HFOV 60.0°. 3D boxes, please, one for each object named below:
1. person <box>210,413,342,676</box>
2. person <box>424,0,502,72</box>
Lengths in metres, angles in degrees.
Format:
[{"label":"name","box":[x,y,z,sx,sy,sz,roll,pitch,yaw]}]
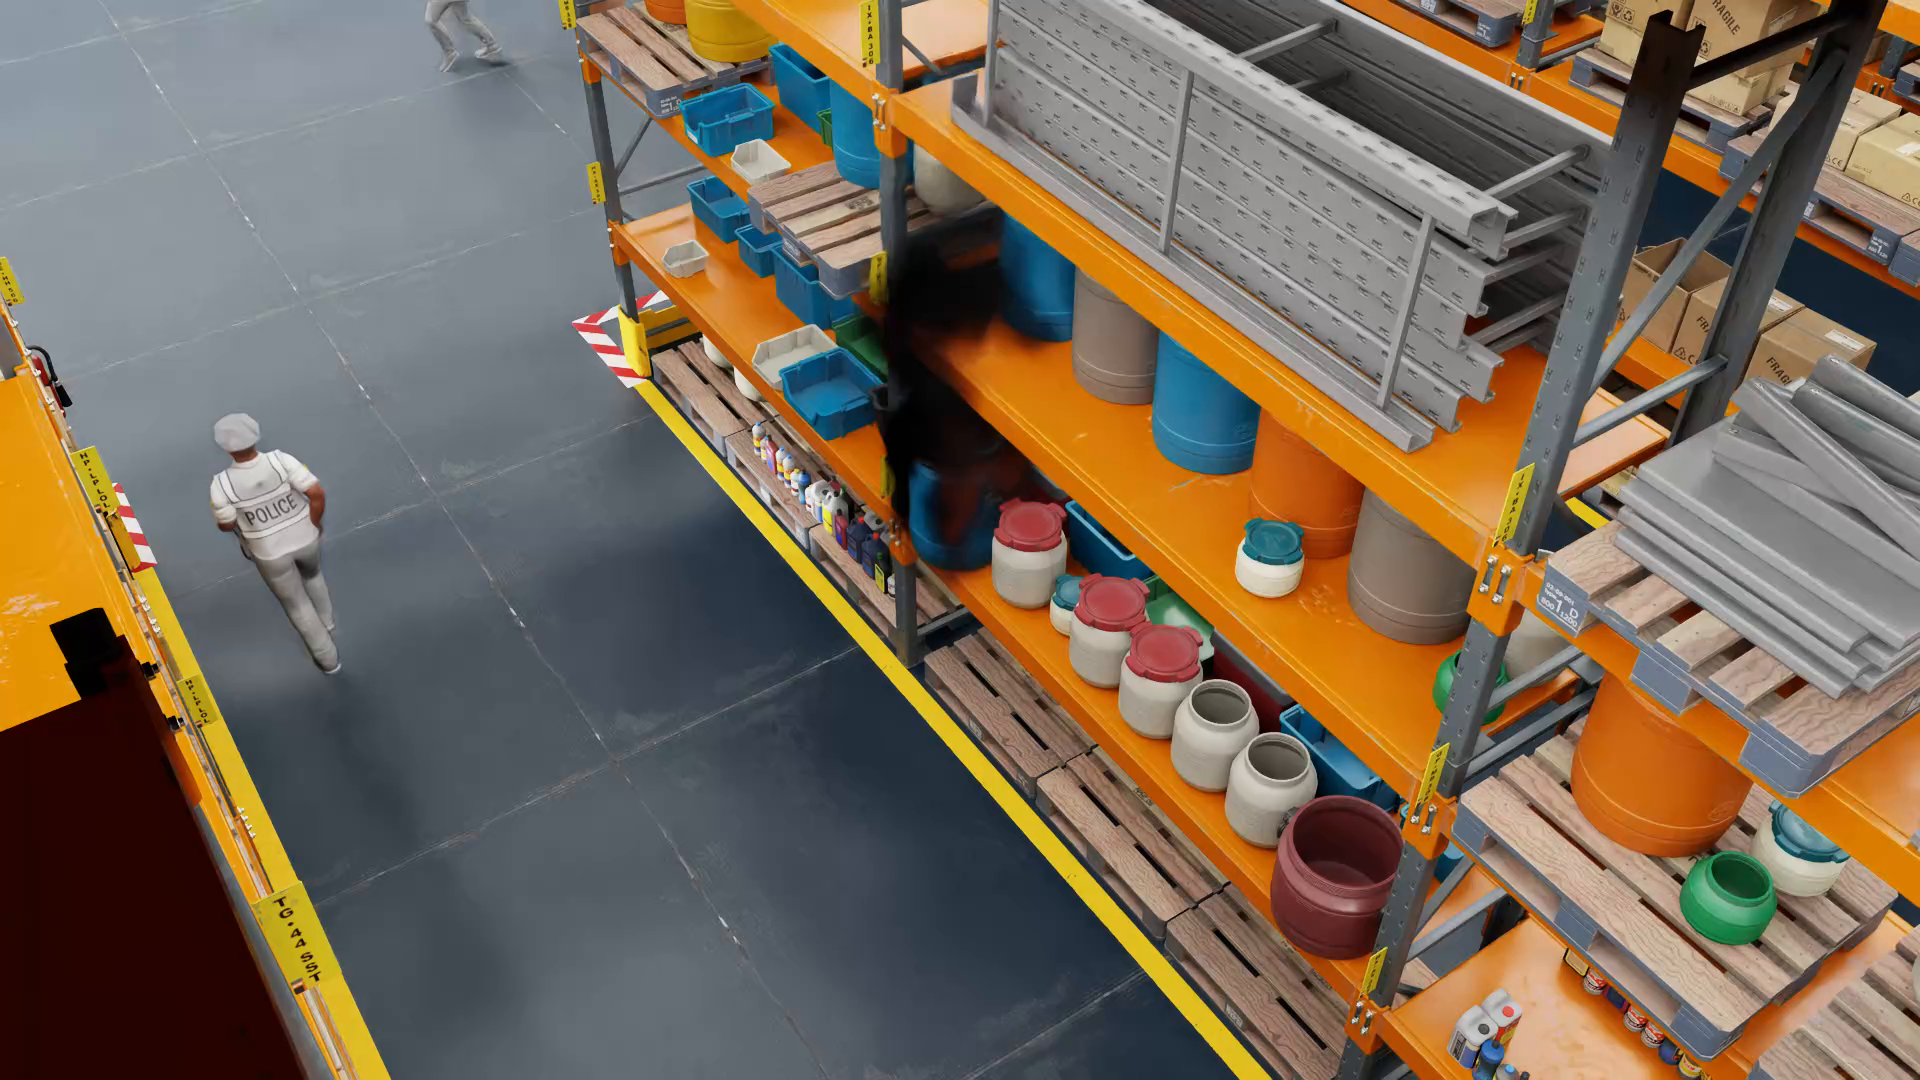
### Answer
[{"label":"person","box":[-4.103,0.050,10.050,0.570,1.899,0.823,-33,52,-30]},{"label":"person","box":[-5.047,-5.487,16.497,0.714,1.736,0.610,-6,43,-6]}]
